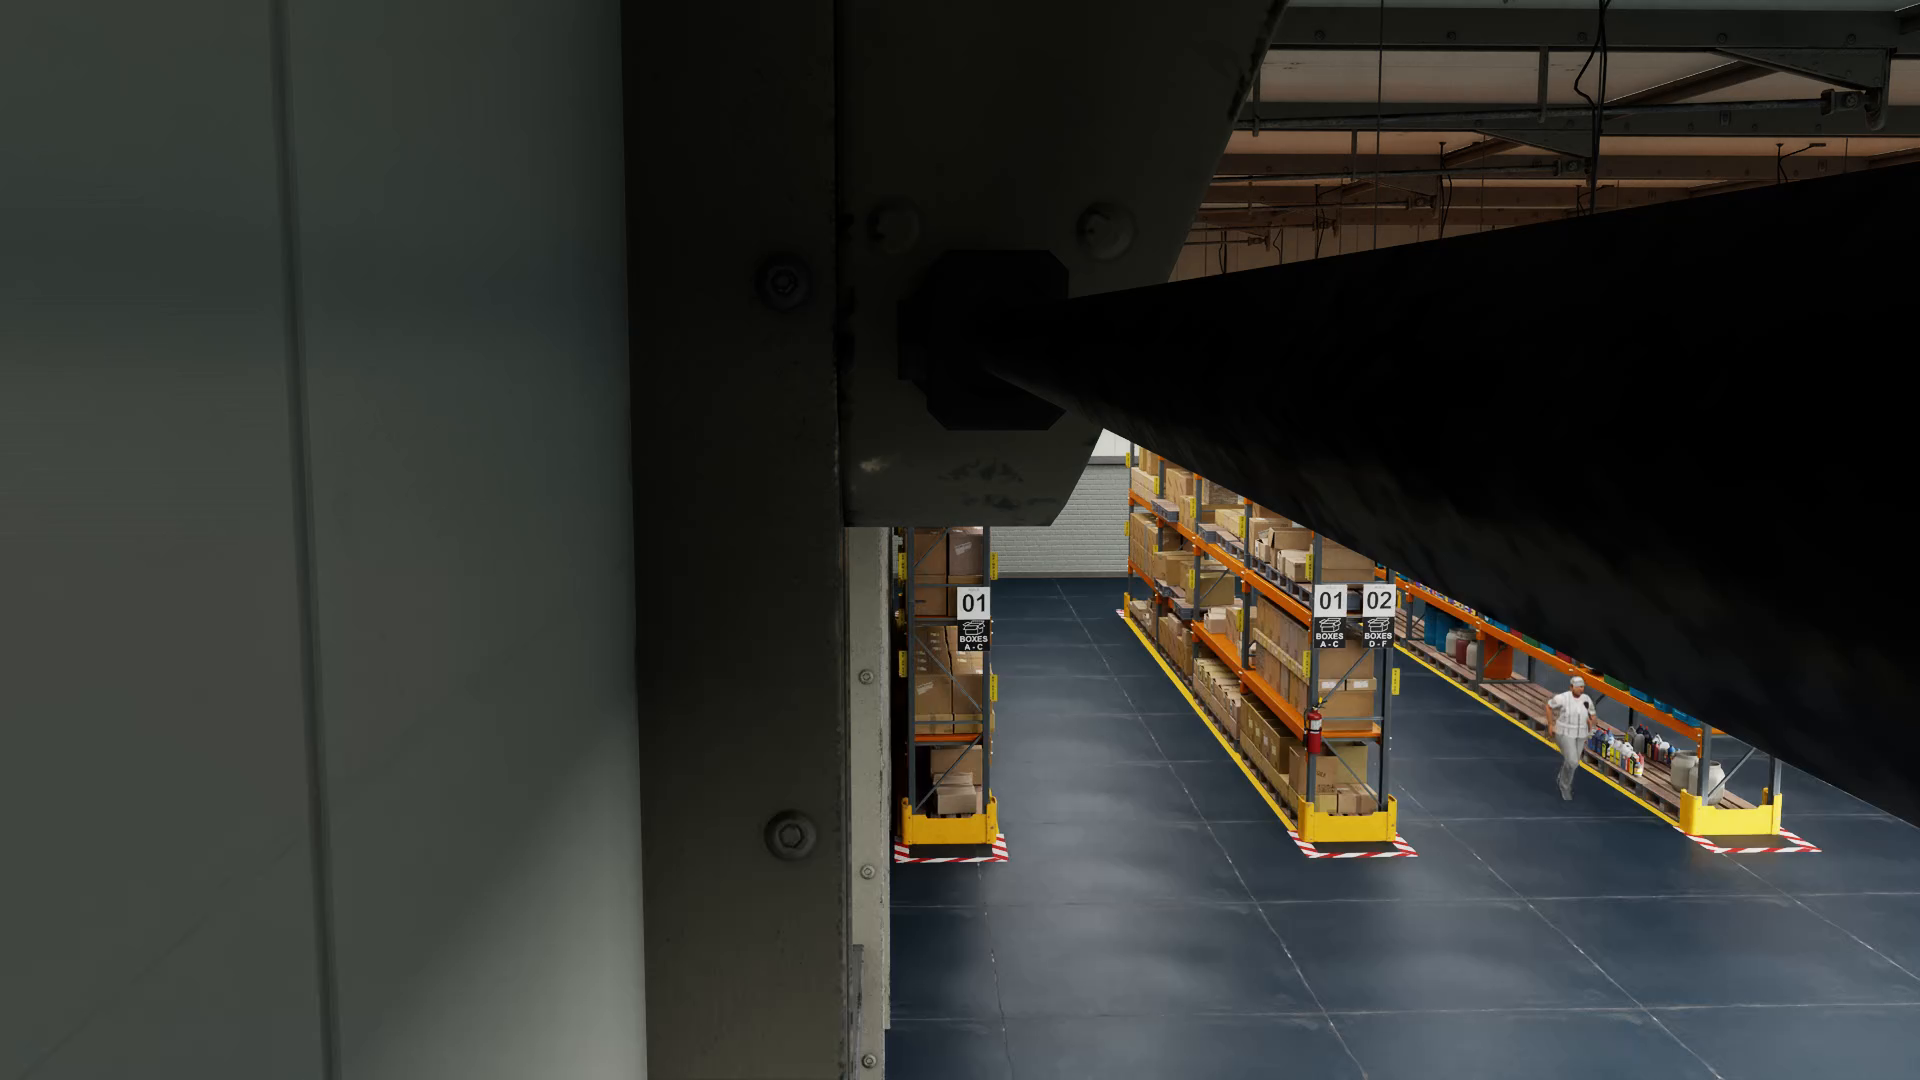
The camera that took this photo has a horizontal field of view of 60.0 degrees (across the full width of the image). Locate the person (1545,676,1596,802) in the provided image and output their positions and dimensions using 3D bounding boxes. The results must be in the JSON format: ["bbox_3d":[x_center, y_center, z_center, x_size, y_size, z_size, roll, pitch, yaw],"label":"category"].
[{"bbox_3d":[8.233,2.663,22.363,0.570,1.705,0.796,-1,7,-9],"label":"person"}]
